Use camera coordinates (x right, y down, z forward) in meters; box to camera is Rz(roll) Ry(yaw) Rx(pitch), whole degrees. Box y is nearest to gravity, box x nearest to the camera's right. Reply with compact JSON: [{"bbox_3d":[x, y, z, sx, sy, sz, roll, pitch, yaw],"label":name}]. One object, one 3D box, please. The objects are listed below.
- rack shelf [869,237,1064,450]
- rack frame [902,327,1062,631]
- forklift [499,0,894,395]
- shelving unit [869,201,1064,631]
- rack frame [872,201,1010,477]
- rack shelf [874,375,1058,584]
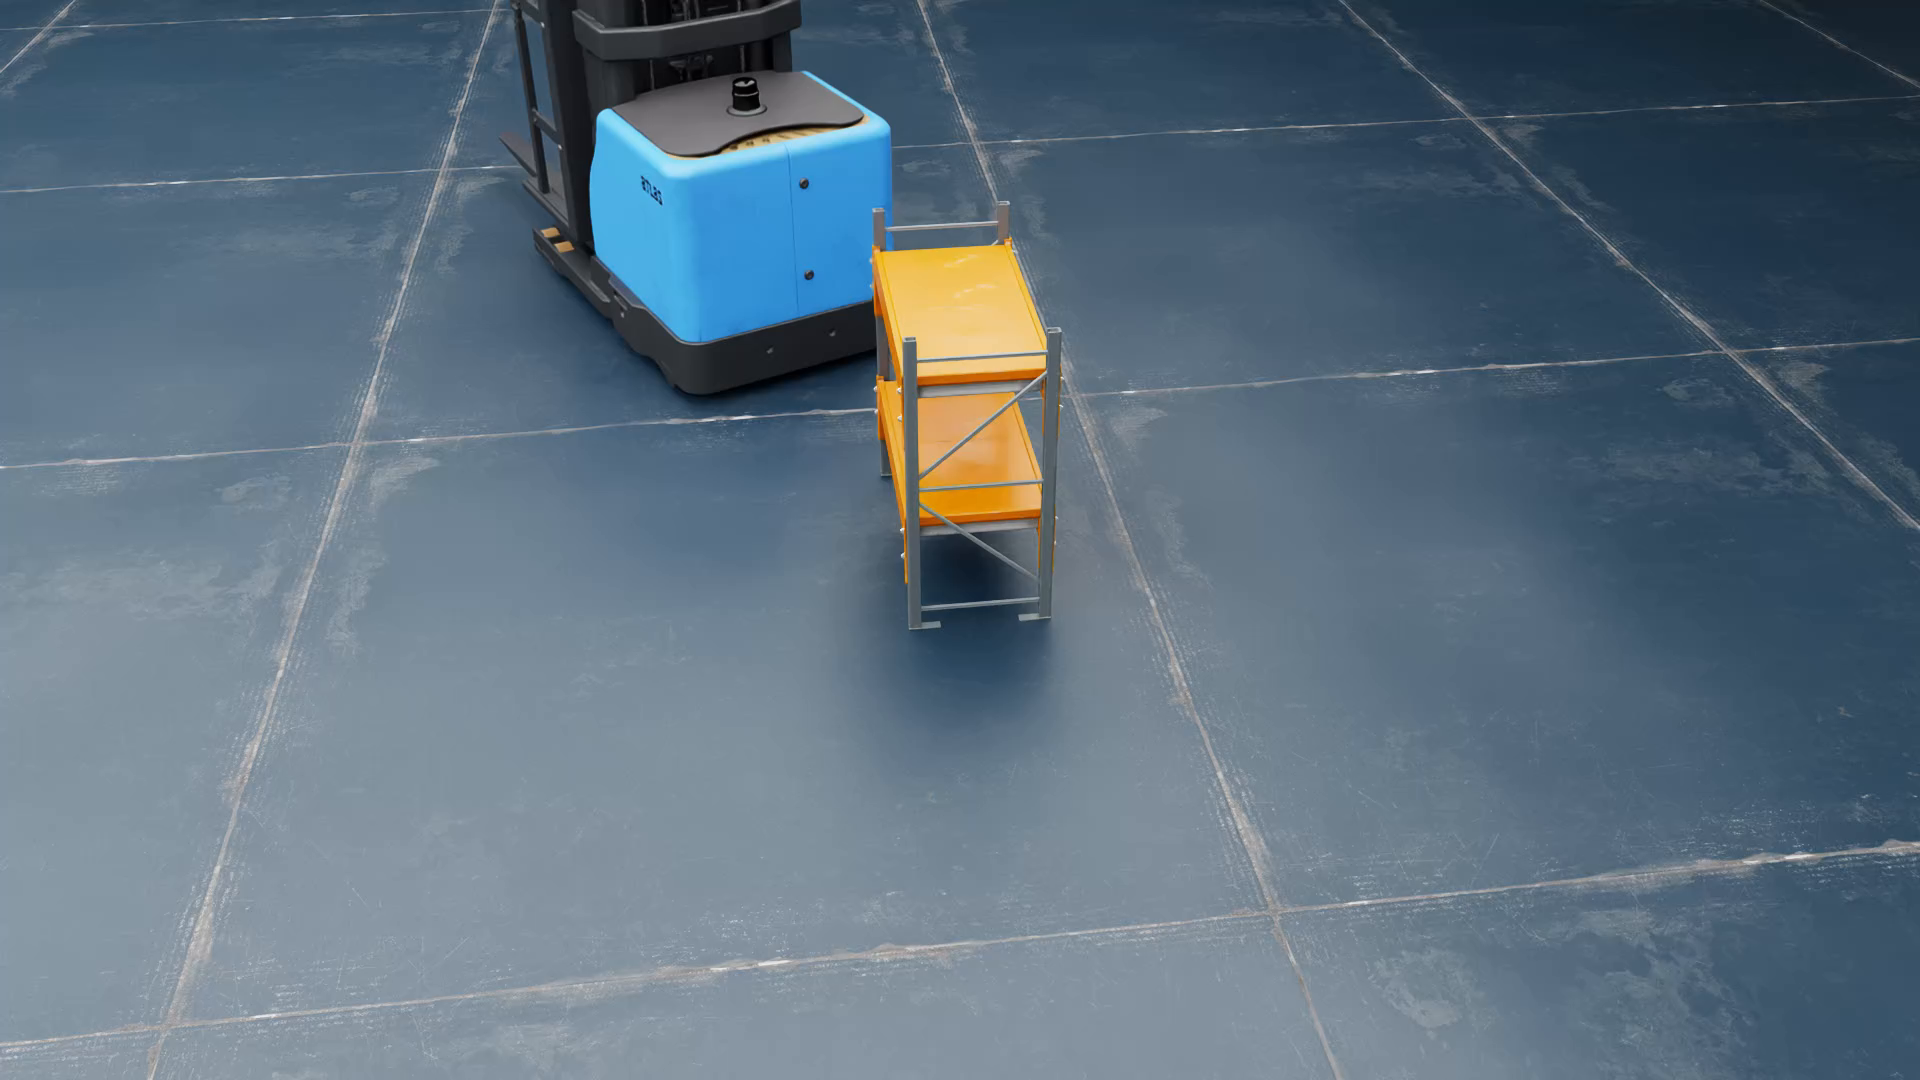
[{"bbox_3d":[0.001,-0.703,5.763,0.538,0.278,1.000,-4,35,-6],"label":"rack shelf"},{"bbox_3d":[0.069,-0.177,5.511,0.500,1.125,0.032,-4,35,-6],"label":"rack frame"},{"bbox_3d":[-1.462,-2.625,7.499,1.130,2.935,3.031,-19,38,-25],"label":"forklift"},{"bbox_3d":[0.001,-0.461,5.928,0.538,1.125,1.048,-4,35,-6],"label":"shelving unit"},{"bbox_3d":[-0.067,-0.745,6.344,0.500,1.125,0.032,-4,35,-6],"label":"rack frame"},{"bbox_3d":[0.001,-0.259,6.065,0.538,0.278,1.000,-4,35,-6],"label":"rack shelf"}]
